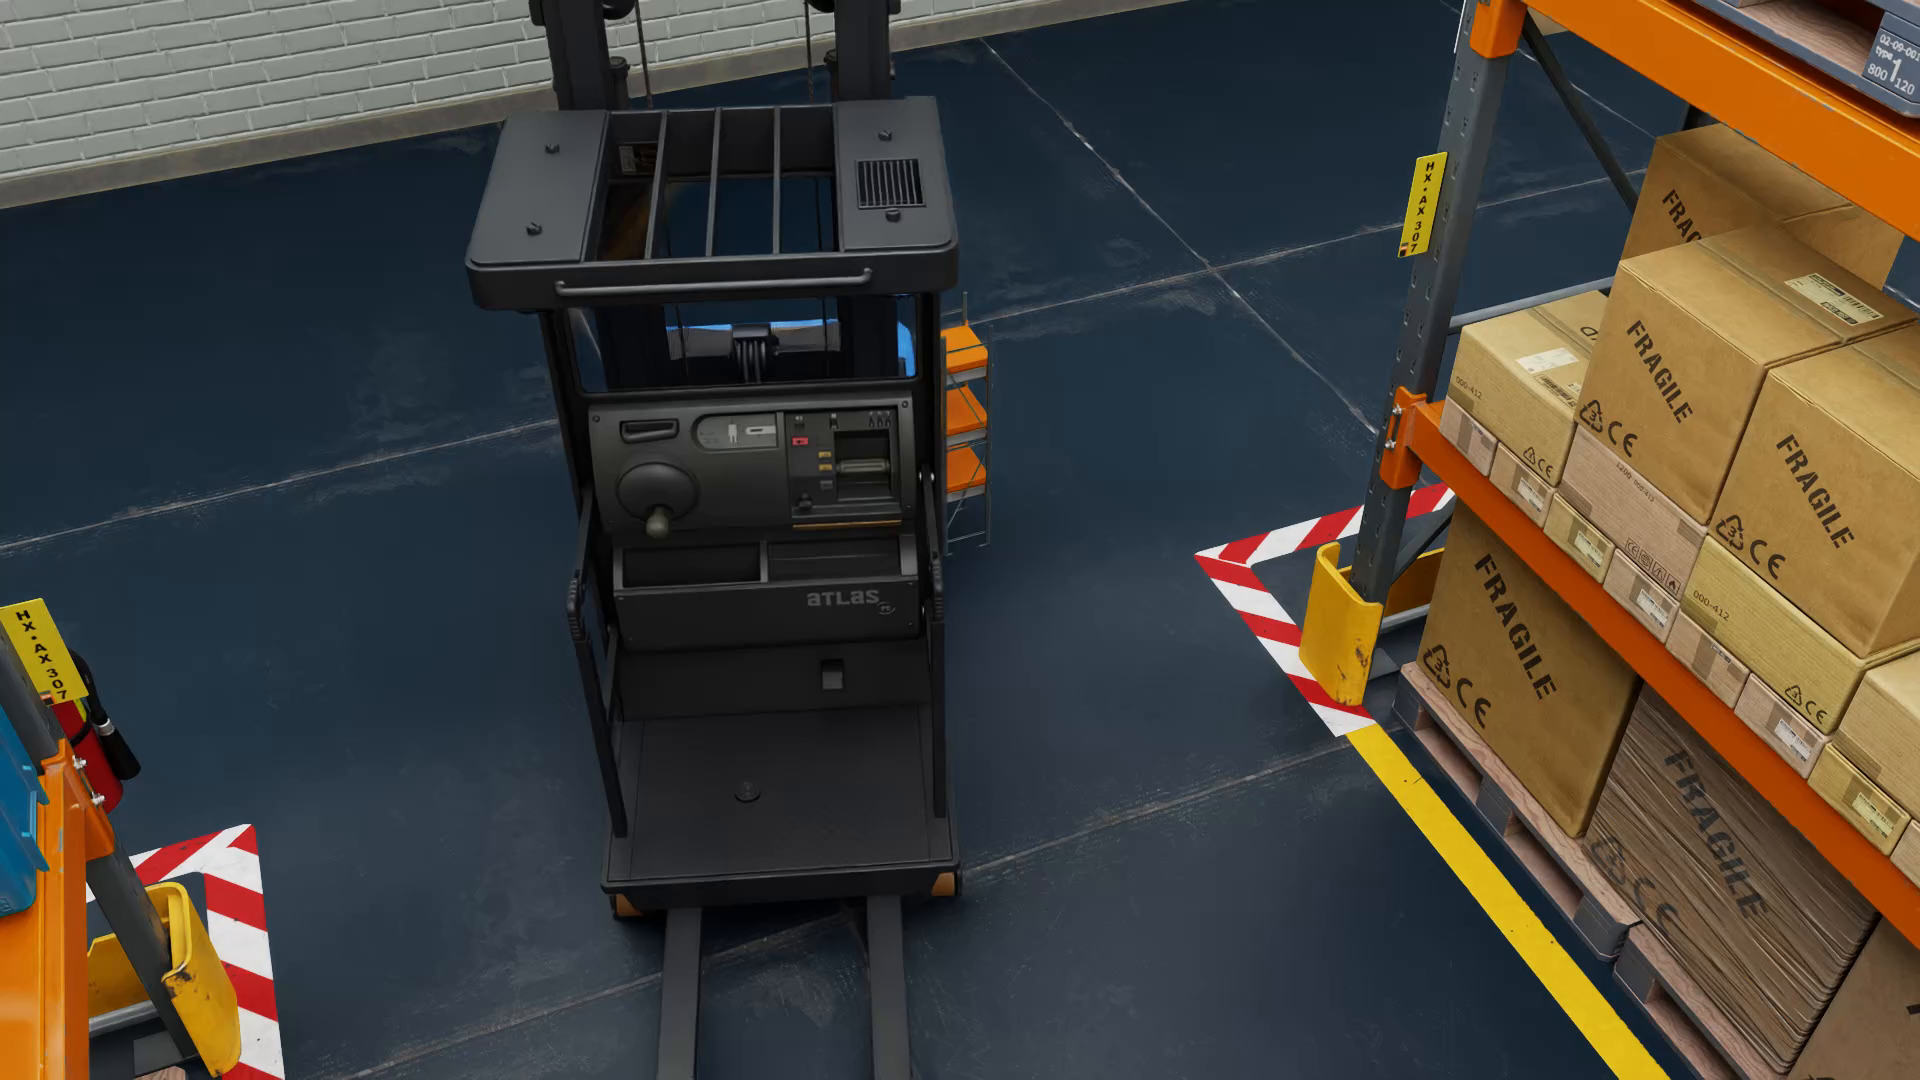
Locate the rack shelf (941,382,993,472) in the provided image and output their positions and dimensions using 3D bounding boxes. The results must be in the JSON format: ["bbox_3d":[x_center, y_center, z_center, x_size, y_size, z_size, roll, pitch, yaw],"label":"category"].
[{"bbox_3d":[-0.020,-0.422,6.452,0.215,0.259,0.240,-15,43,-17],"label":"rack shelf"}]

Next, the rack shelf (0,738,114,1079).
[{"bbox_3d":[-1.945,1.960,2.722,1.077,0.370,4.000,-15,43,-17],"label":"rack shelf"}]

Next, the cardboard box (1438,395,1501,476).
[{"bbox_3d":[1.697,-0.362,5.063,0.380,0.149,0.250,-15,43,-16],"label":"cardboard box"}]

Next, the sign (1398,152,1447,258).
[{"bbox_3d":[1.351,-0.977,4.861,0.100,0.325,0.005,-15,43,-17],"label":"sign"}]

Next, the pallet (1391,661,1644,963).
[{"bbox_3d":[2.244,0.766,5.697,1.003,0.211,1.213,-15,43,-17],"label":"pallet"}]

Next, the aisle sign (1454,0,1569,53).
[{"bbox_3d":[1.562,-1.708,4.441,0.394,0.787,0.004,-15,43,-17],"label":"aisle sign"}]

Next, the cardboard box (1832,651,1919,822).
[{"bbox_3d":[2.399,0.475,3.784,0.500,0.250,0.500,-16,43,-18],"label":"cardboard box"}]

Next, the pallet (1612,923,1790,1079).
[{"bbox_3d":[2.707,1.500,4.844,1.003,0.211,1.213,-15,43,-17],"label":"pallet"}]

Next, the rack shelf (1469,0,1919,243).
[{"bbox_3d":[2.632,-0.413,3.181,1.077,0.370,4.000,-15,43,-17],"label":"rack shelf"}]

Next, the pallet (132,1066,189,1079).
[{"bbox_3d":[-2.430,2.046,4.209,1.003,0.211,1.213,-15,43,-17],"label":"pallet"}]

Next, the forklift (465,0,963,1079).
[{"bbox_3d":[-0.577,-0.135,4.659,1.130,2.935,3.031,-3,41,-3],"label":"forklift"}]

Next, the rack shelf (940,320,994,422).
[{"bbox_3d":[-0.020,-0.637,6.267,0.215,0.259,0.240,-15,43,-17],"label":"rack shelf"}]

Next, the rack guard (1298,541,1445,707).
[{"bbox_3d":[1.857,0.180,6.157,1.175,0.500,0.348,-15,43,-17],"label":"rack guard"}]

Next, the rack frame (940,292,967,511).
[{"bbox_3d":[-0.067,-0.504,6.531,0.200,1.050,0.008,-15,43,-17],"label":"rack frame"}]

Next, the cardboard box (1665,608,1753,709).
[{"bbox_3d":[2.092,0.257,4.344,0.380,0.149,0.250,-16,43,-18],"label":"cardboard box"}]

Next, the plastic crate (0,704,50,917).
[{"bbox_3d":[-2.409,0.601,3.677,0.616,0.435,0.499,-15,43,-17],"label":"plastic crate"}]

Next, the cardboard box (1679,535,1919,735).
[{"bbox_3d":[2.194,0.162,4.148,0.500,0.250,0.500,-16,43,-18],"label":"cardboard box"}]

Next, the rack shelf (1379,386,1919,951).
[{"bbox_3d":[2.632,0.724,4.159,1.077,0.370,4.000,-15,43,-17],"label":"rack shelf"}]

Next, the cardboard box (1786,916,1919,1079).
[{"bbox_3d":[2.874,1.343,4.195,0.875,0.875,0.875,-15,43,-17],"label":"cardboard box"}]

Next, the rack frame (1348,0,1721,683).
[{"bbox_3d":[1.866,-0.753,5.326,1.000,3.000,0.127,-15,43,-17],"label":"rack frame"}]

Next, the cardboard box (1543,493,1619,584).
[{"bbox_3d":[1.895,-0.054,4.704,0.380,0.149,0.250,-16,43,-18],"label":"cardboard box"}]

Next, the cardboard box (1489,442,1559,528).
[{"bbox_3d":[1.797,-0.208,4.884,0.380,0.149,0.250,-16,43,-17],"label":"cardboard box"}]

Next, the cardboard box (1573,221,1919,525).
[{"bbox_3d":[1.992,-0.436,4.268,0.500,0.500,0.500,-16,43,-18],"label":"cardboard box"}]

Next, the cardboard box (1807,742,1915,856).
[{"bbox_3d":[2.287,0.564,3.986,0.380,0.149,0.250,-16,43,-18],"label":"cardboard box"}]

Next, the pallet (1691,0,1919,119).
[{"bbox_3d":[2.160,-1.413,3.860,1.003,0.211,1.213,-15,43,-17],"label":"pallet"}]

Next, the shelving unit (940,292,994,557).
[{"bbox_3d":[-0.020,-0.430,6.445,0.215,1.050,0.252,-15,43,-17],"label":"shelving unit"}]

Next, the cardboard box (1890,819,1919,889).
[{"bbox_3d":[2.389,0.722,3.803,0.380,0.149,0.250,-14,43,-16],"label":"cardboard box"}]

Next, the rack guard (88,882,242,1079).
[{"bbox_3d":[-2.731,1.419,4.717,1.175,0.500,0.348,-15,43,-17],"label":"rack guard"}]

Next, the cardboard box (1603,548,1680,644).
[{"bbox_3d":[1.996,0.103,4.522,0.380,0.149,0.250,-16,43,-18],"label":"cardboard box"}]

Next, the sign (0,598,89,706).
[{"bbox_3d":[-2.208,0.273,4.006,0.100,0.325,0.005,-15,43,-17],"label":"sign"}]

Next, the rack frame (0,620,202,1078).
[{"bbox_3d":[-2.710,0.482,3.889,1.000,3.000,0.127,-15,43,-17],"label":"rack frame"}]

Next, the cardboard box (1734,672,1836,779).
[{"bbox_3d":[2.191,0.412,4.163,0.380,0.149,0.250,-16,43,-17],"label":"cardboard box"}]

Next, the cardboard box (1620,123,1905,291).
[{"bbox_3d":[2.295,-0.866,4.768,0.500,0.500,0.500,-15,43,-16],"label":"cardboard box"}]

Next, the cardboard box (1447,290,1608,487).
[{"bbox_3d":[1.800,-0.453,4.863,0.500,0.250,0.500,-16,43,-18],"label":"cardboard box"}]

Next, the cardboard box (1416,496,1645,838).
[{"bbox_3d":[2.185,0.259,5.456,0.875,0.875,0.875,-15,43,-17],"label":"cardboard box"}]

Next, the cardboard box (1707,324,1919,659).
[{"bbox_3d":[2.196,-0.125,3.907,0.500,0.500,0.500,-16,43,-18],"label":"cardboard box"}]

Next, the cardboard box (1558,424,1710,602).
[{"bbox_3d":[2.005,-0.141,4.501,0.500,0.250,0.500,-16,43,-17],"label":"cardboard box"}]

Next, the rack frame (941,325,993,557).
[{"bbox_3d":[0.026,-0.357,6.360,0.200,1.050,0.008,-15,43,-17],"label":"rack frame"}]

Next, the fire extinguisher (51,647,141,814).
[{"bbox_3d":[-2.348,0.449,4.273,0.296,0.674,0.183,-15,43,-17],"label":"fire extinguisher"}]

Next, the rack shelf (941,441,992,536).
[{"bbox_3d":[-0.020,-0.212,6.633,0.215,0.259,0.240,-15,43,-17],"label":"rack shelf"}]

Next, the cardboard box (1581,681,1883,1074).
[{"bbox_3d":[2.533,0.807,4.819,0.875,0.875,0.875,-15,43,-17],"label":"cardboard box"}]
